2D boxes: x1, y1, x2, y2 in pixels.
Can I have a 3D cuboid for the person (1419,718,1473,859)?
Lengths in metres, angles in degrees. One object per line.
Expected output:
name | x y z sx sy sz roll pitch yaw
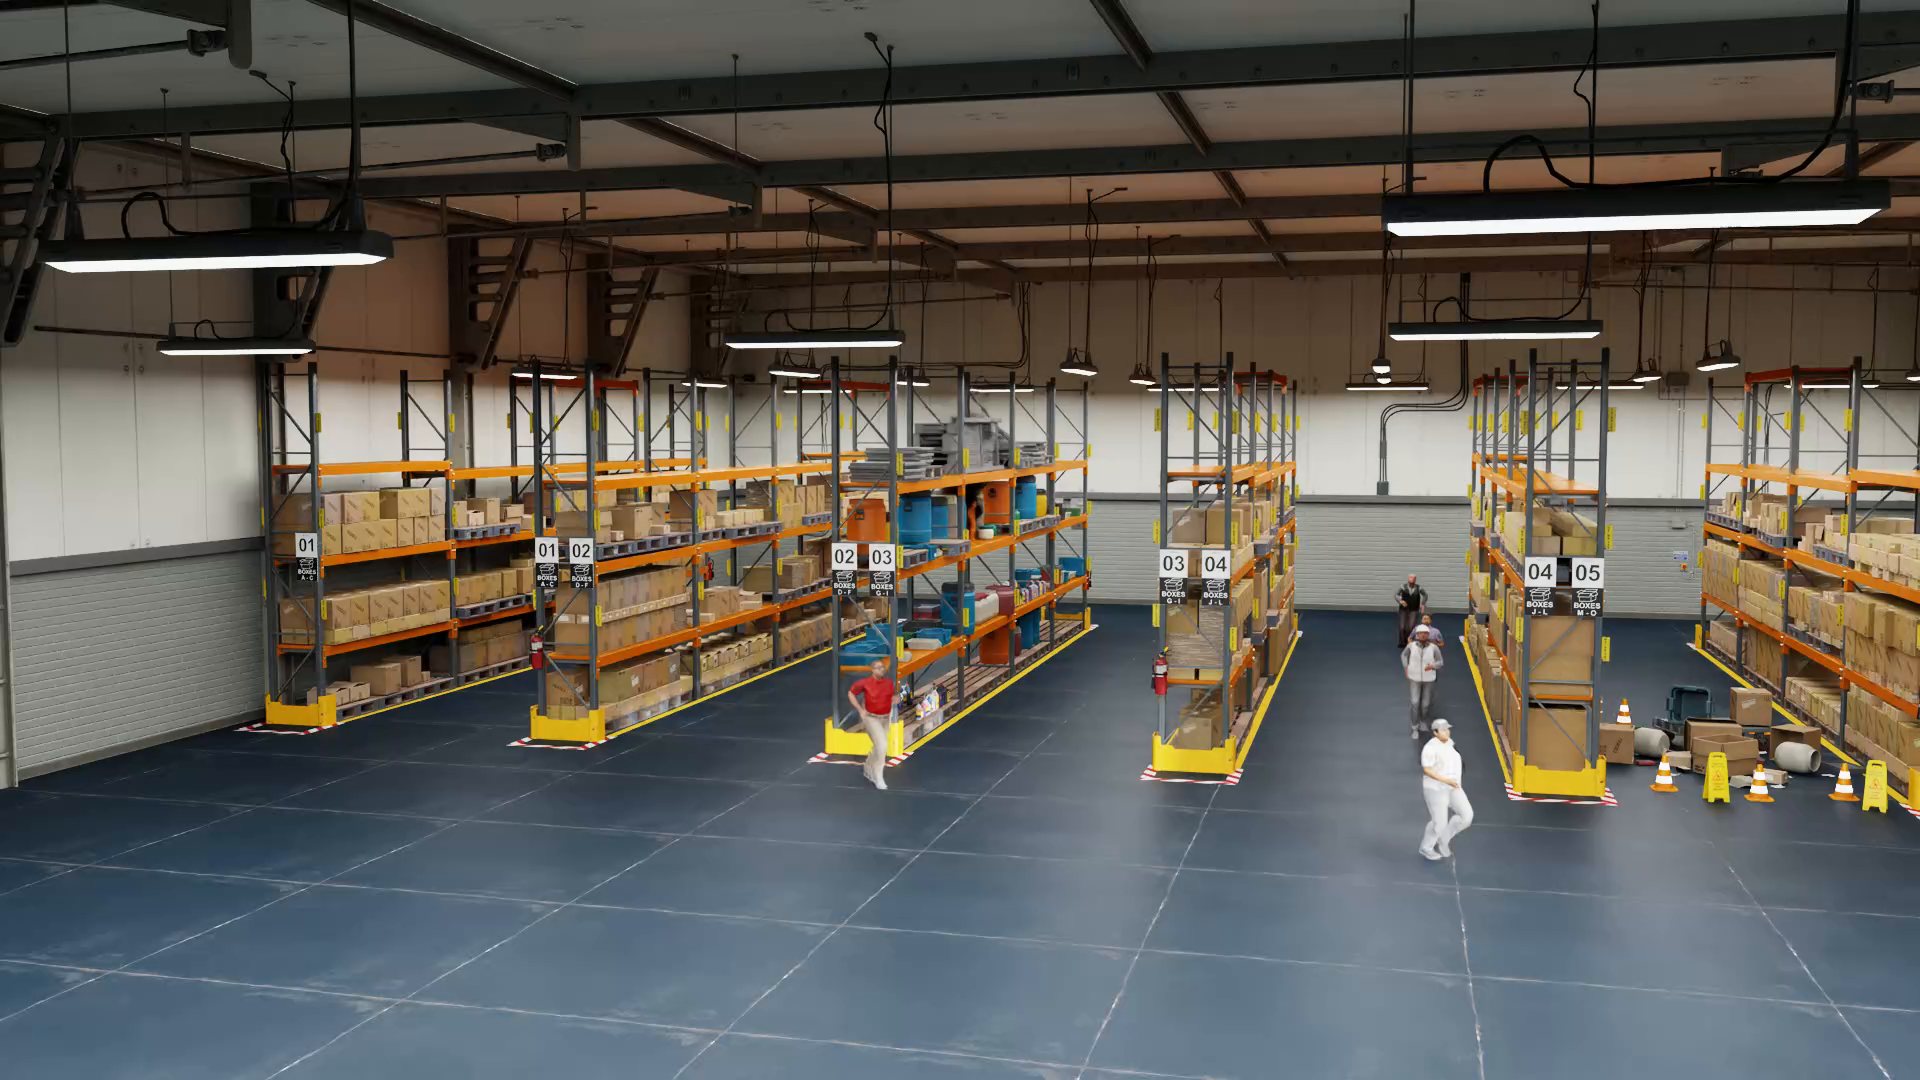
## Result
person | 5.548 2.848 19.034 0.618 1.626 0.588 -3 5 -35

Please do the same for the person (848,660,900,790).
person | -1.129 2.539 22.896 0.649 1.778 0.739 -4 5 -43

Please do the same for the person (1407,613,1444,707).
person | 8.261 2.113 29.514 0.619 1.618 0.822 1 4 13

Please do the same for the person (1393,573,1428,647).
person | 9.993 1.570 36.892 0.743 1.661 0.565 1 4 15

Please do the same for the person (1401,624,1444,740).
person | 7.375 2.254 26.545 0.661 1.823 0.726 1 4 14
